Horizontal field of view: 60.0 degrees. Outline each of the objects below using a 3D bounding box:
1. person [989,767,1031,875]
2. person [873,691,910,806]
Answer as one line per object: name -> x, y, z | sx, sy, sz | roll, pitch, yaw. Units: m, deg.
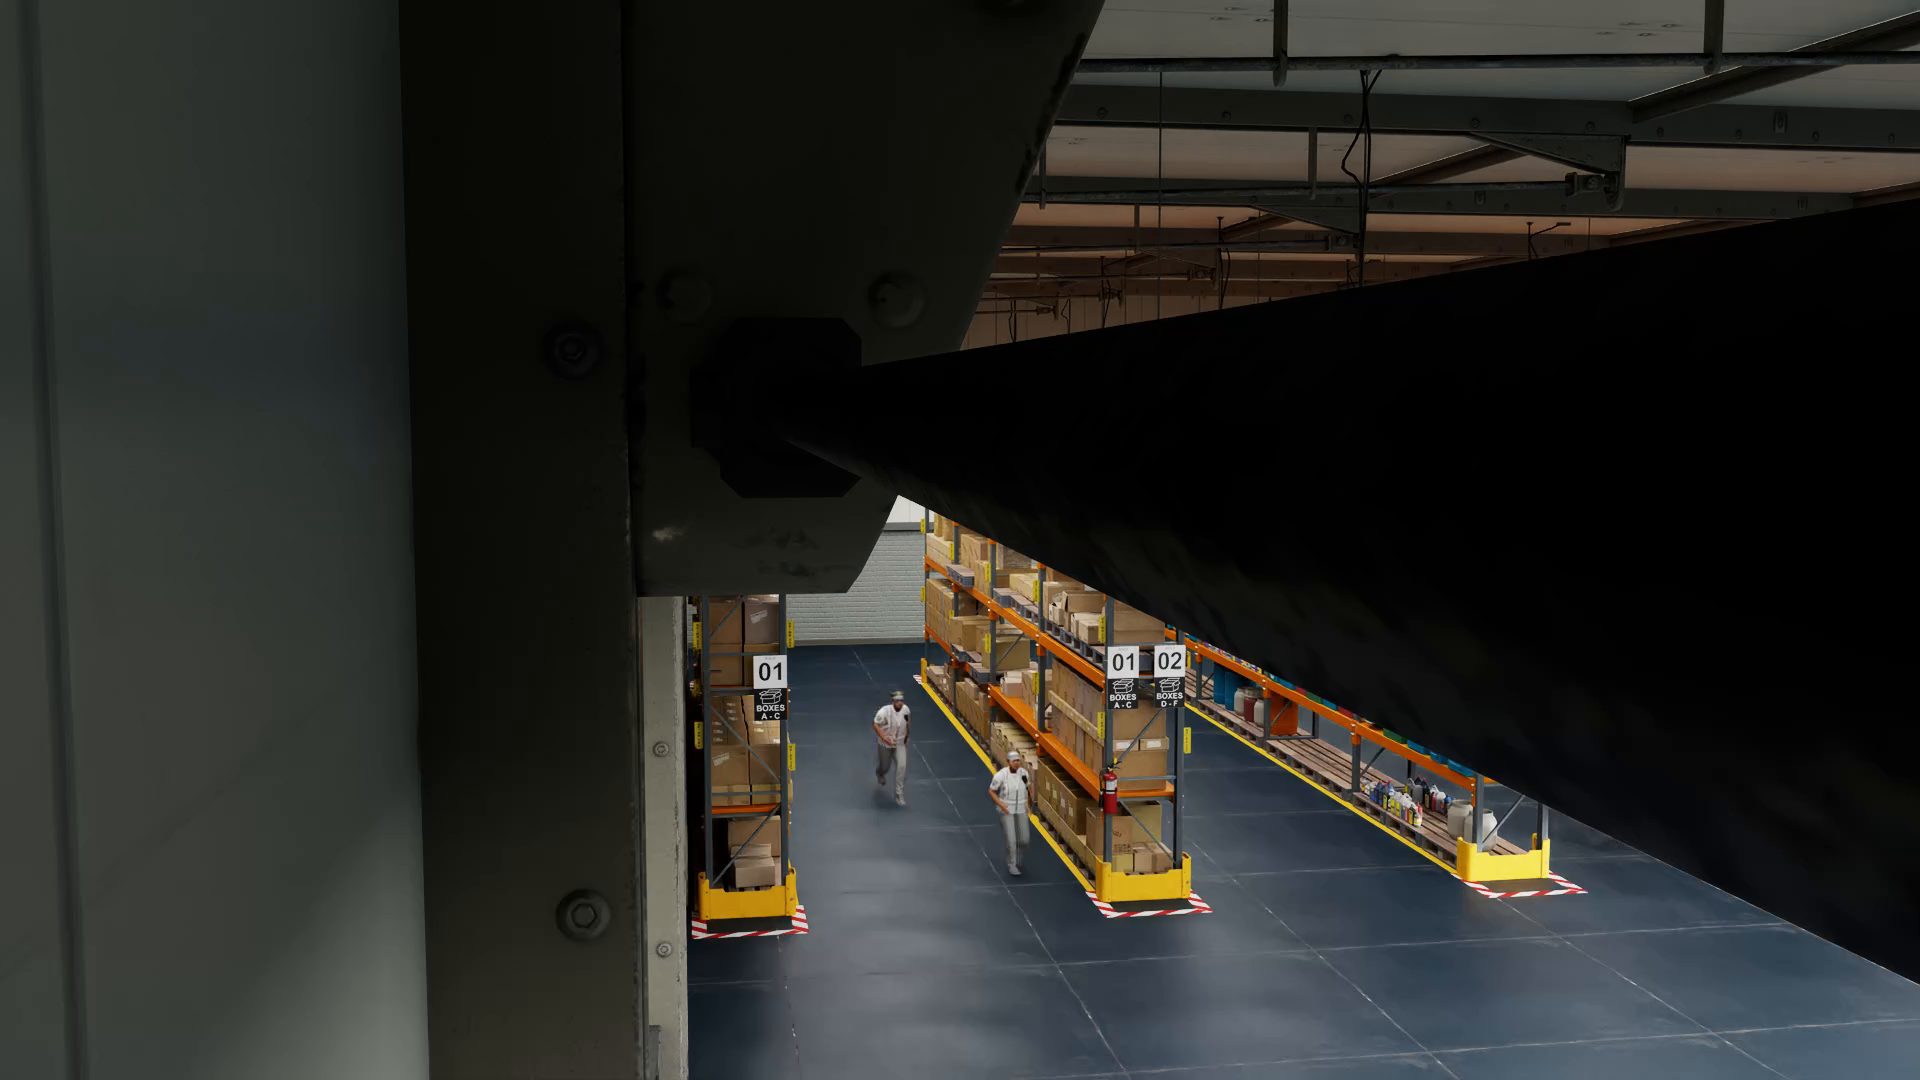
person -> 0.671, 3.699, 22.033 | 0.586, 1.408, 0.532 | -1, 5, -16
person -> -1.070, 3.197, 25.984 | 0.662, 1.773, 1.076 | -2, 5, -21
